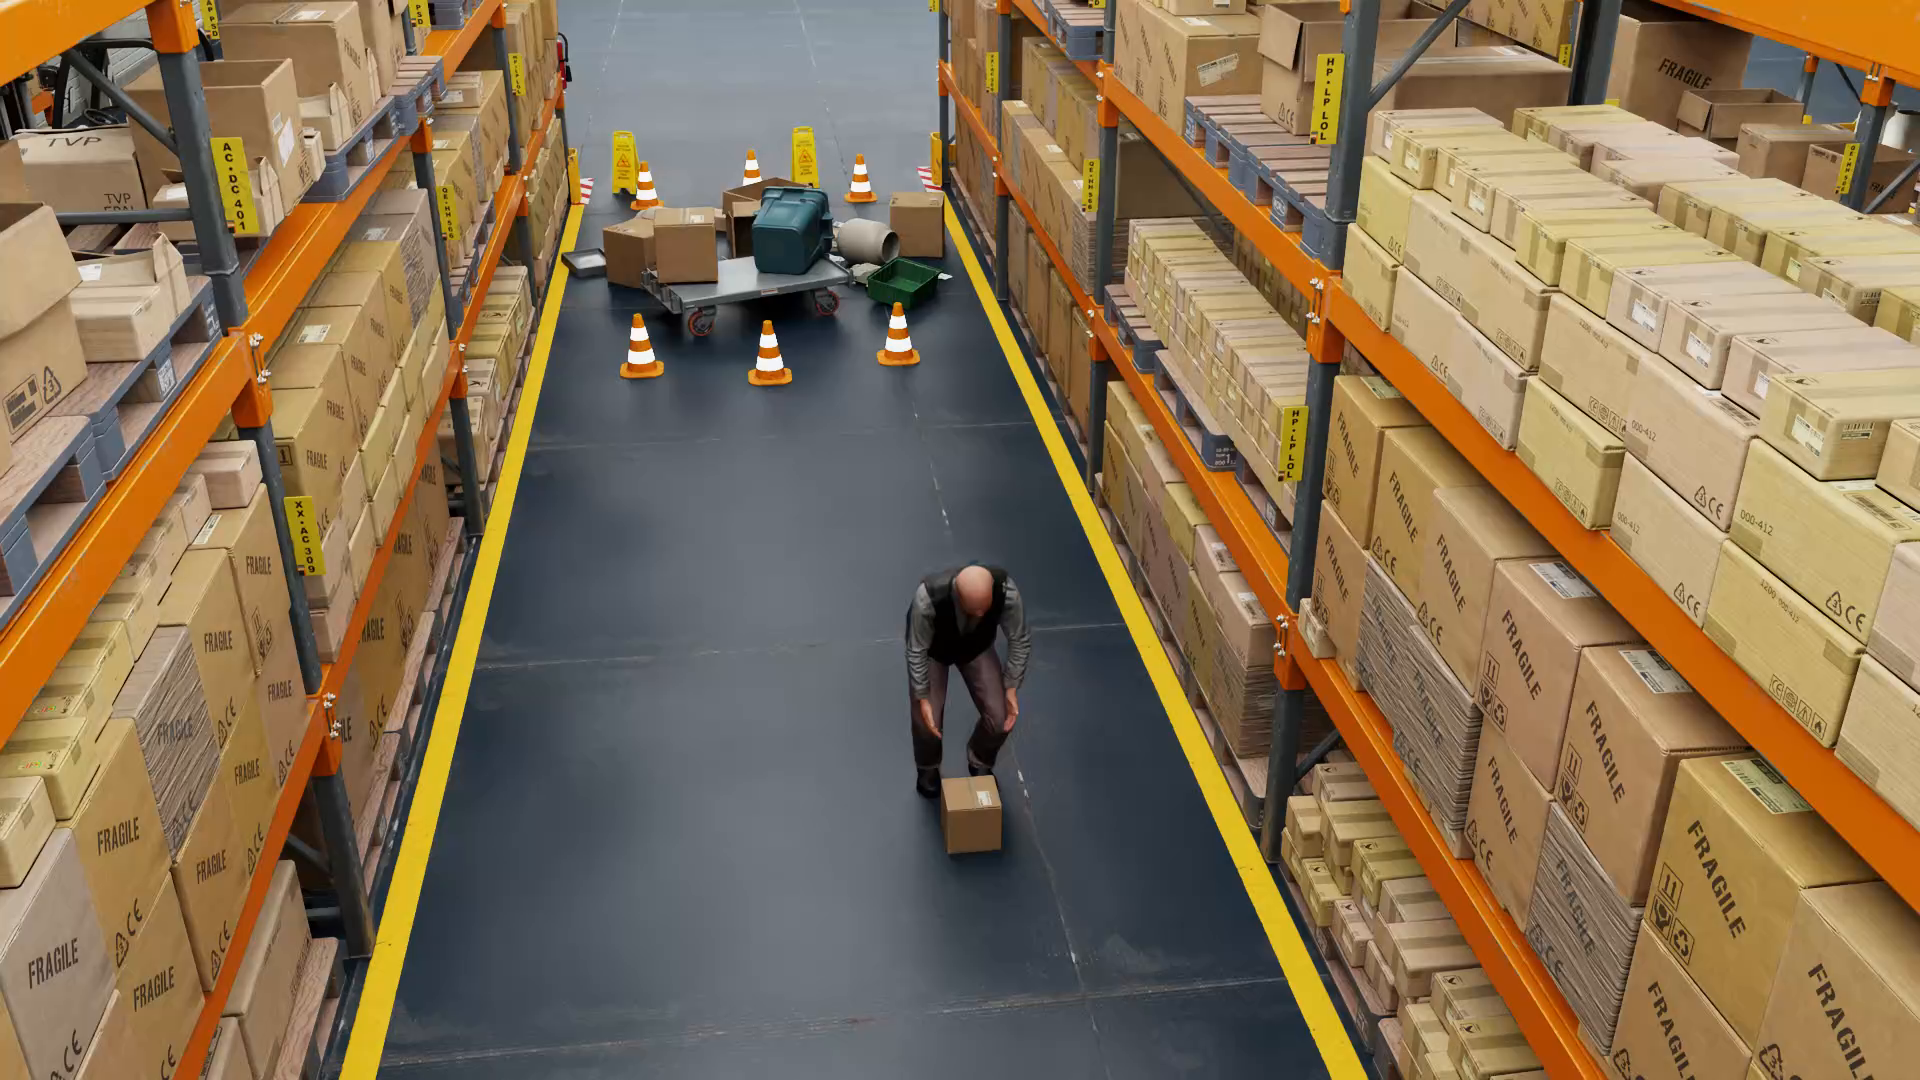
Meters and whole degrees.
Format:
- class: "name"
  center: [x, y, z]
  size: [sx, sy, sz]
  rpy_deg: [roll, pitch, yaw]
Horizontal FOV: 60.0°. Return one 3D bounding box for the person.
- class: "person"
  center: [0.023, 0.601, 7.884]
  size: [0.590, 1.345, 0.742]
  rpy_deg: [-4, 27, -7]
